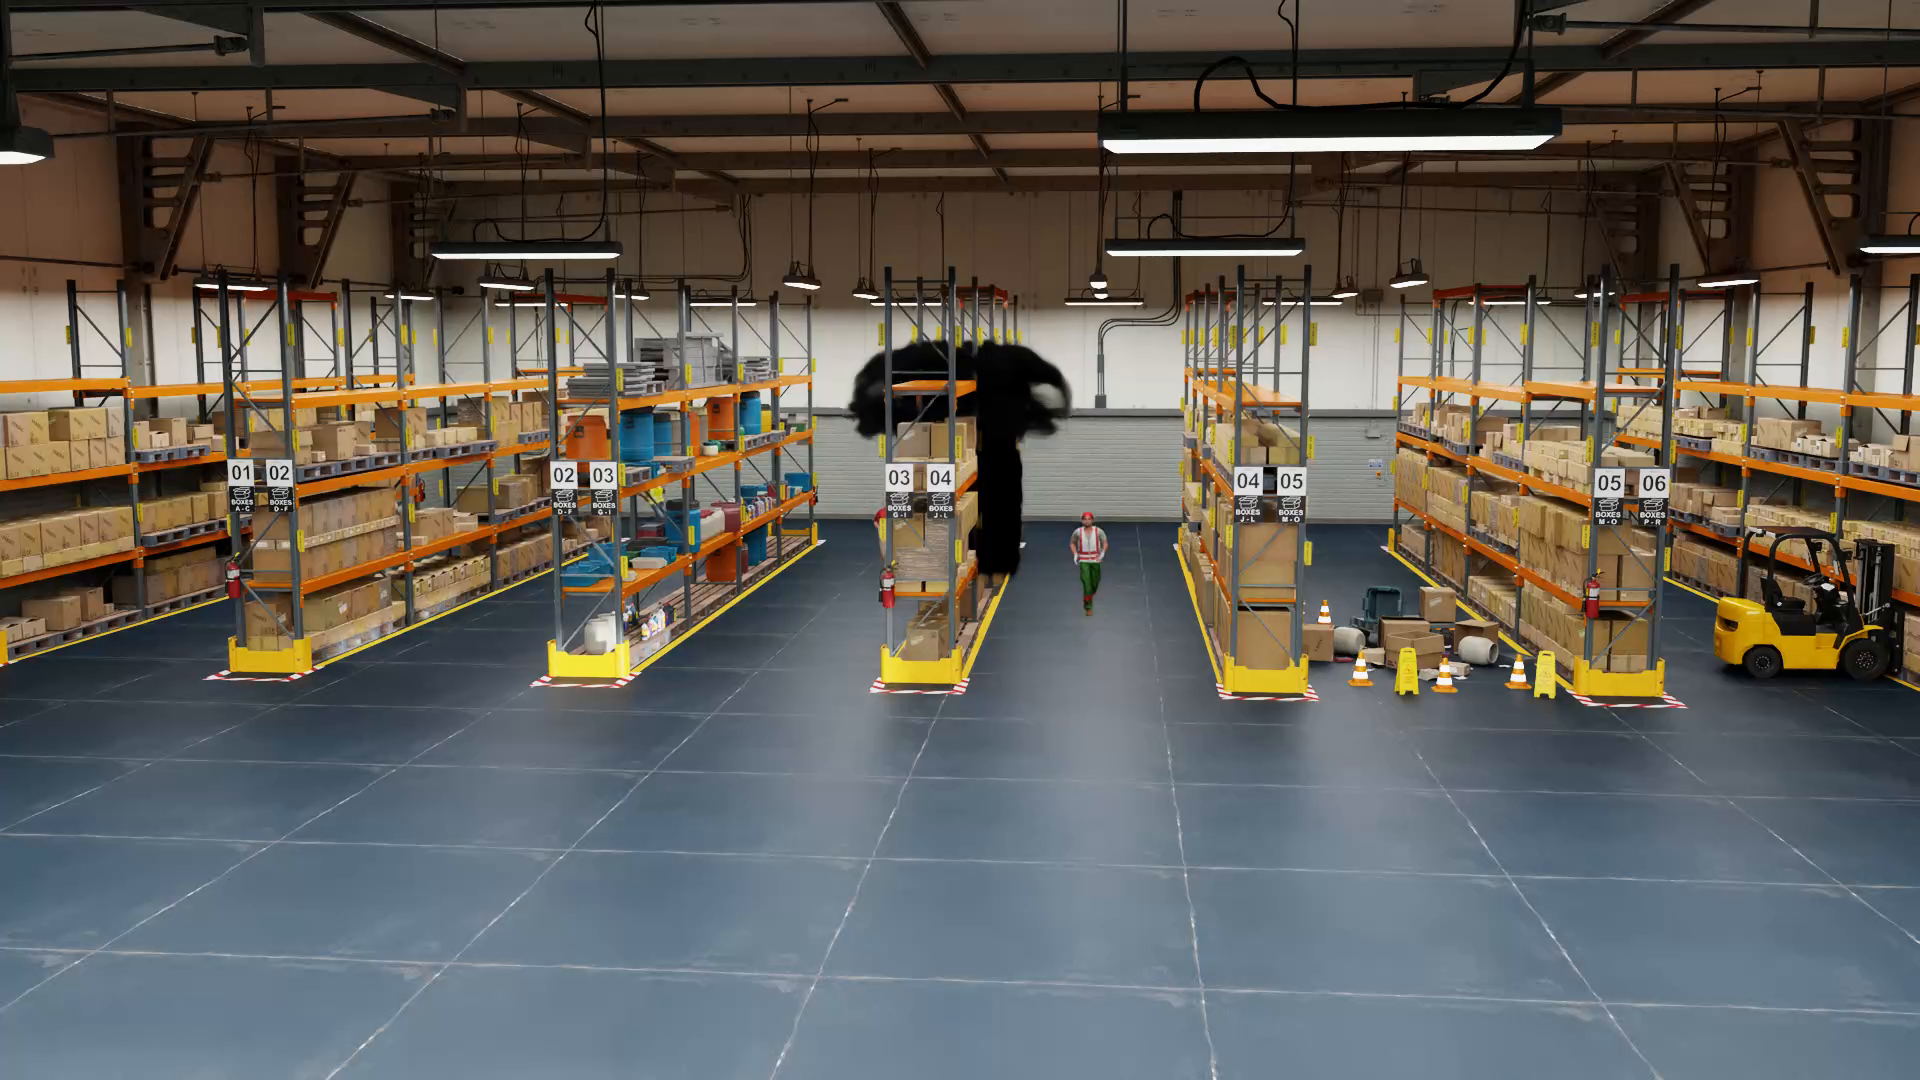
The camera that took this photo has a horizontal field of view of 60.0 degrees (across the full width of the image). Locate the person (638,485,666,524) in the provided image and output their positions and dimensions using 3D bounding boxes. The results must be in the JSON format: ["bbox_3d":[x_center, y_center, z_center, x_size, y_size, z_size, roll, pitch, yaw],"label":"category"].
[{"bbox_3d":[-7.624,-0.916,41.664,0.861,1.753,0.717,5,9,37],"label":"person"}]

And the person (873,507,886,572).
[{"bbox_3d":[-1.493,-0.061,34.925,0.664,1.685,0.599,0,7,3],"label":"person"}]

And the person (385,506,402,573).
[{"bbox_3d":[-12.246,-0.165,35.614,0.632,1.731,0.841,0,7,3],"label":"person"}]

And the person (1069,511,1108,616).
[{"bbox_3d":[2.207,0.392,28.449,0.650,1.777,0.649,0,7,-1],"label":"person"}]
